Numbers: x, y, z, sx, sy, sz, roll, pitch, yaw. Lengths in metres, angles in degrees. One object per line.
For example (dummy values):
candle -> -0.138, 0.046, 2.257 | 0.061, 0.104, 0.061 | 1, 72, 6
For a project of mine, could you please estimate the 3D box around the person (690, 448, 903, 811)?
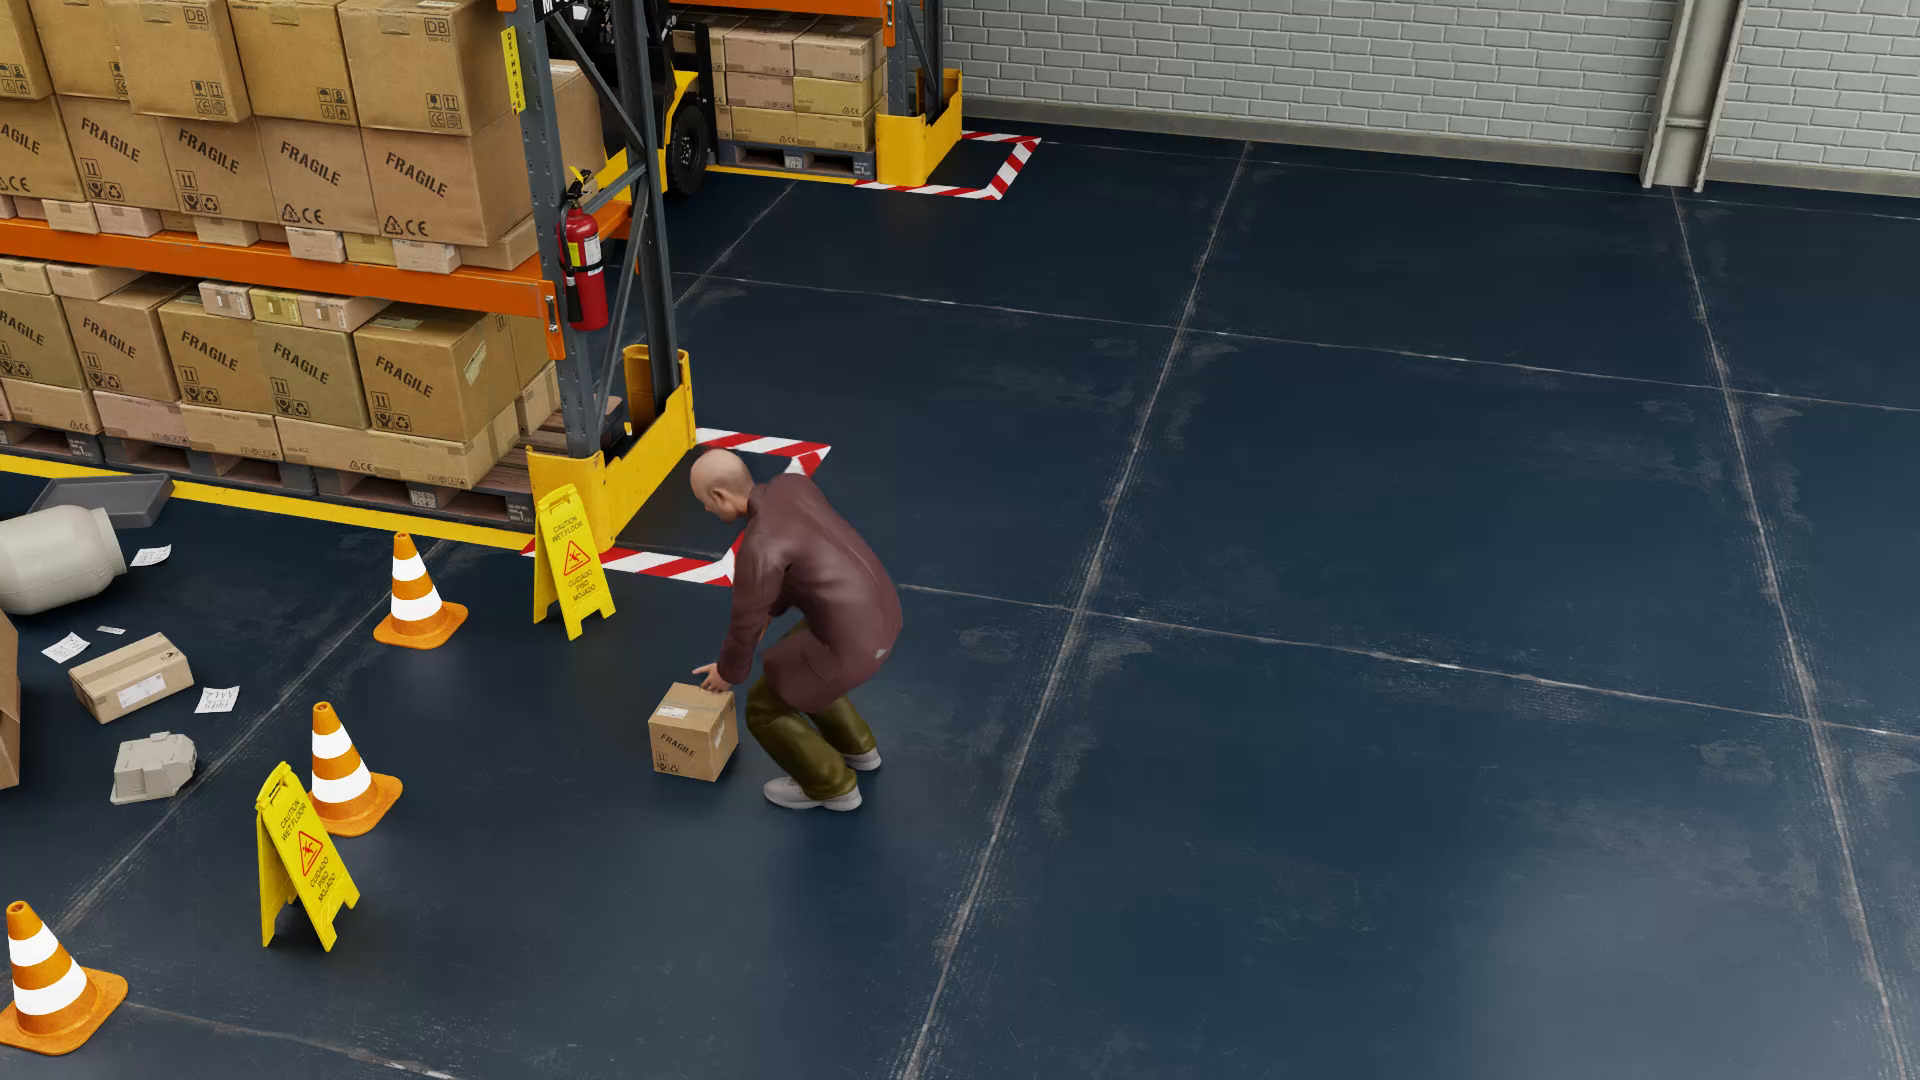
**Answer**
person -> -0.572, 0.333, 5.969 | 0.719, 1.416, 0.631 | 8, 33, 13
